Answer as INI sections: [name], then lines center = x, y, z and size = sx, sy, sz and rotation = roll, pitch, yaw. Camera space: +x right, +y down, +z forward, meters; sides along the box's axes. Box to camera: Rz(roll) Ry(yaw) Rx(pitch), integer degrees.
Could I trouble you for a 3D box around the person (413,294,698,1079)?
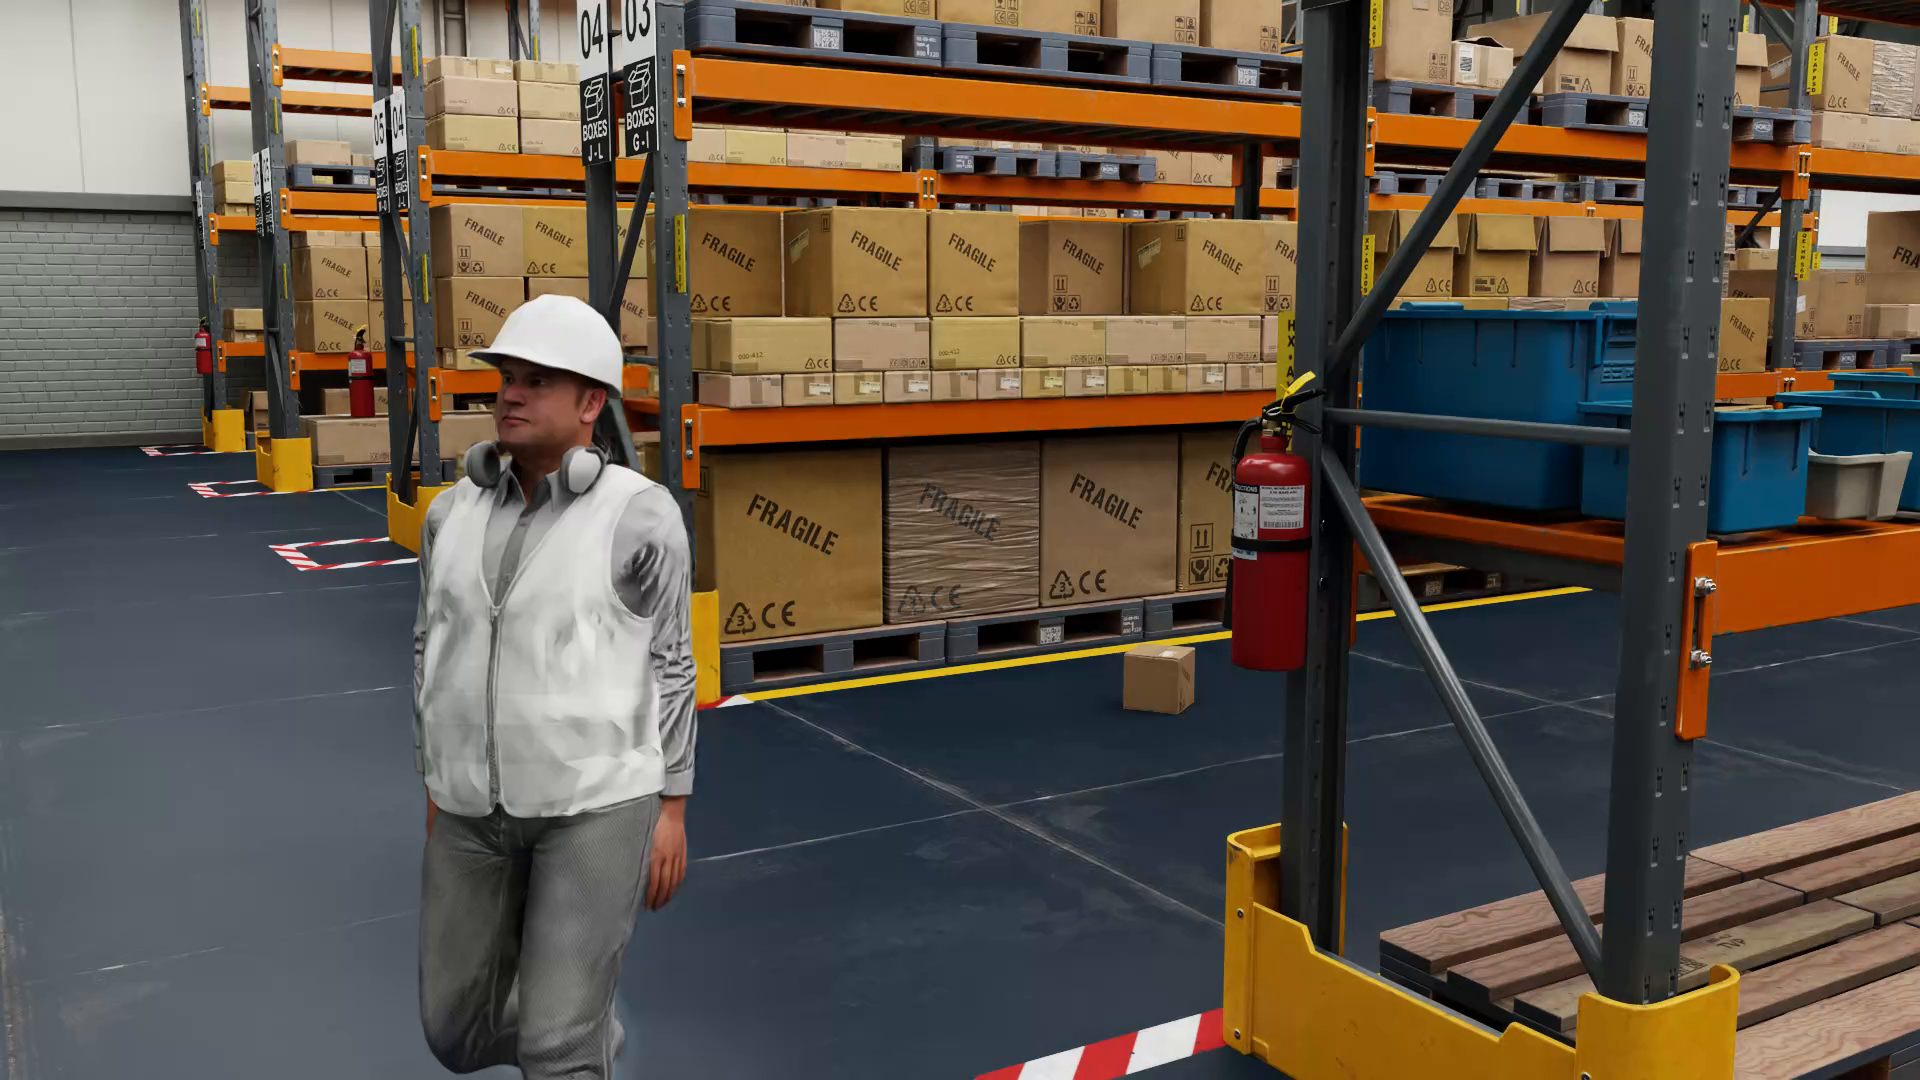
[person]
center = -0.734, 0.445, 2.994
size = 0.542, 1.756, 0.696
rotation = 2, 8, 15
